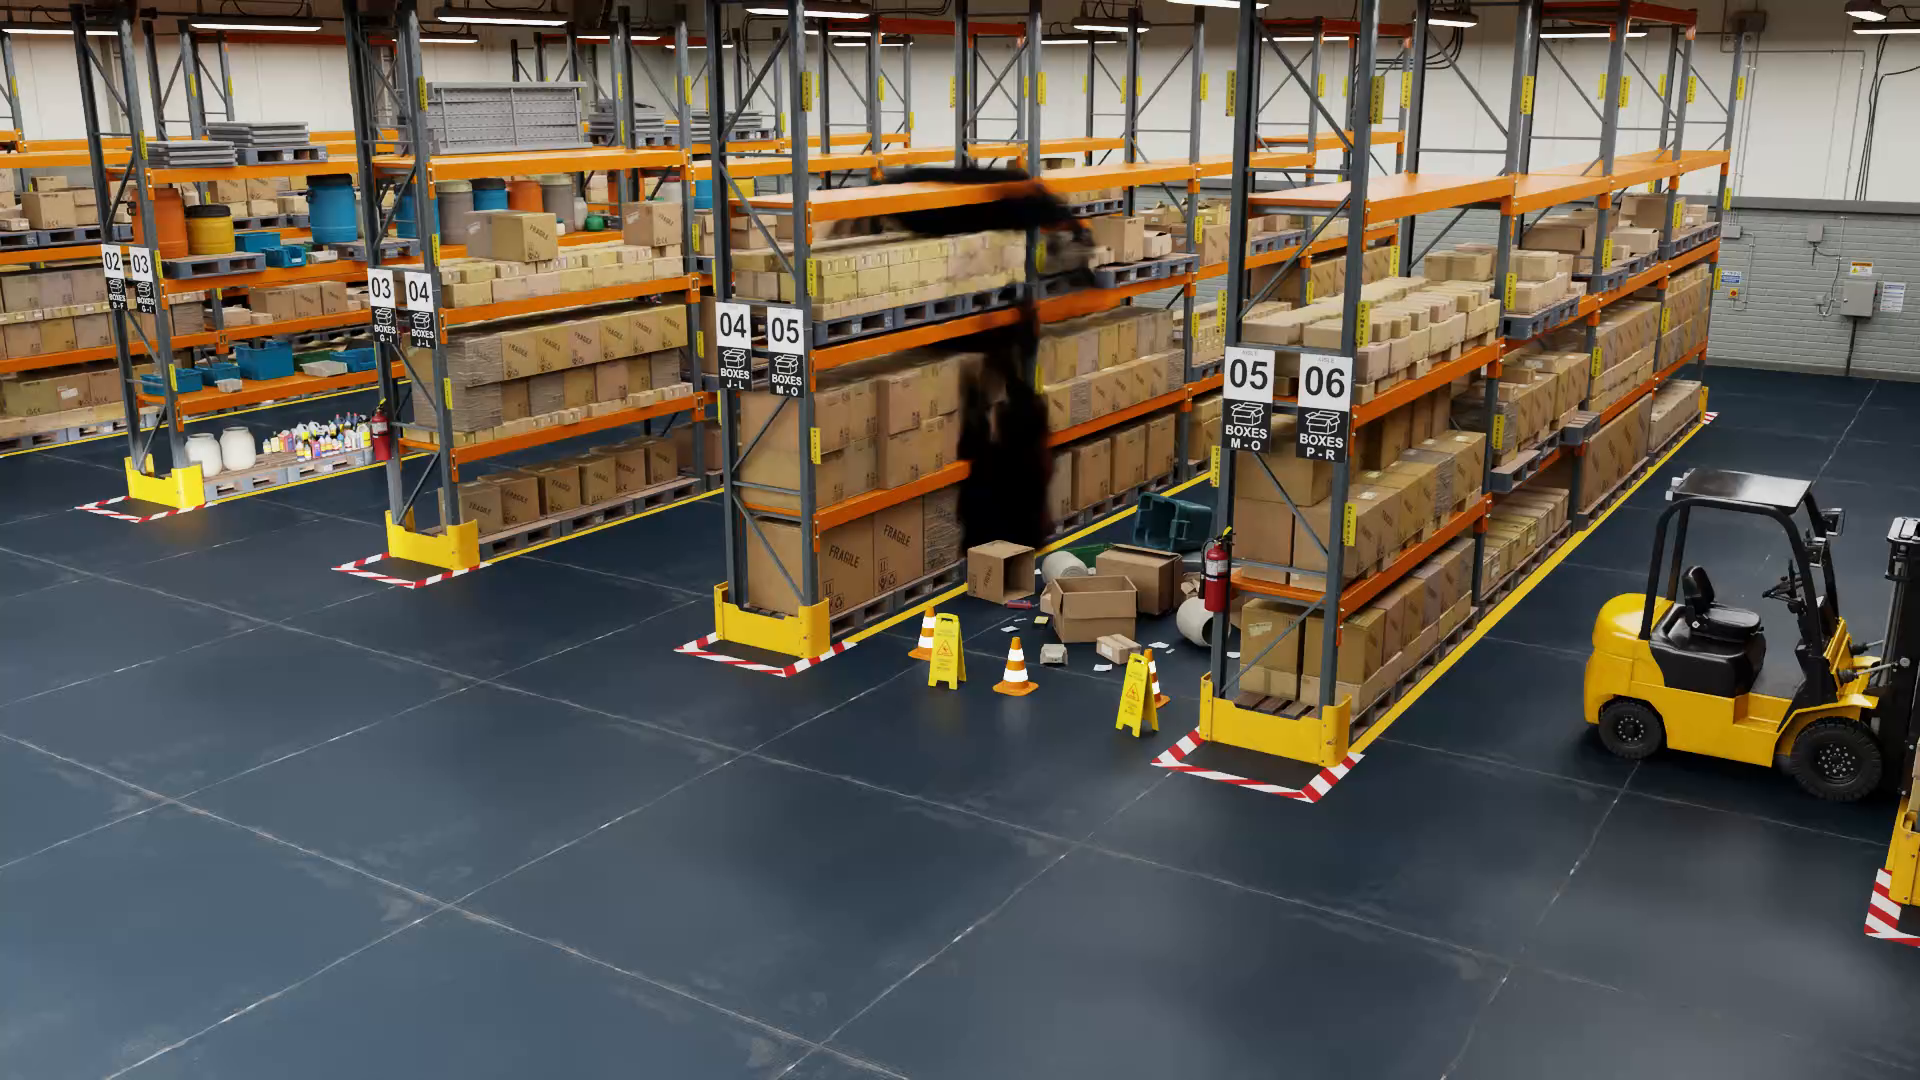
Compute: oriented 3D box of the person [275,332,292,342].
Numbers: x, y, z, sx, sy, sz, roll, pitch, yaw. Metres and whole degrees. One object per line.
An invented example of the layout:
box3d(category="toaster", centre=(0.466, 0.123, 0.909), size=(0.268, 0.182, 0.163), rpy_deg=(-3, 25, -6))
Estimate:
box3d(category="person", centre=(-12.089, -3.684, 29.614), size=(0.548, 1.545, 0.605), rpy_deg=(13, 20, 38))
